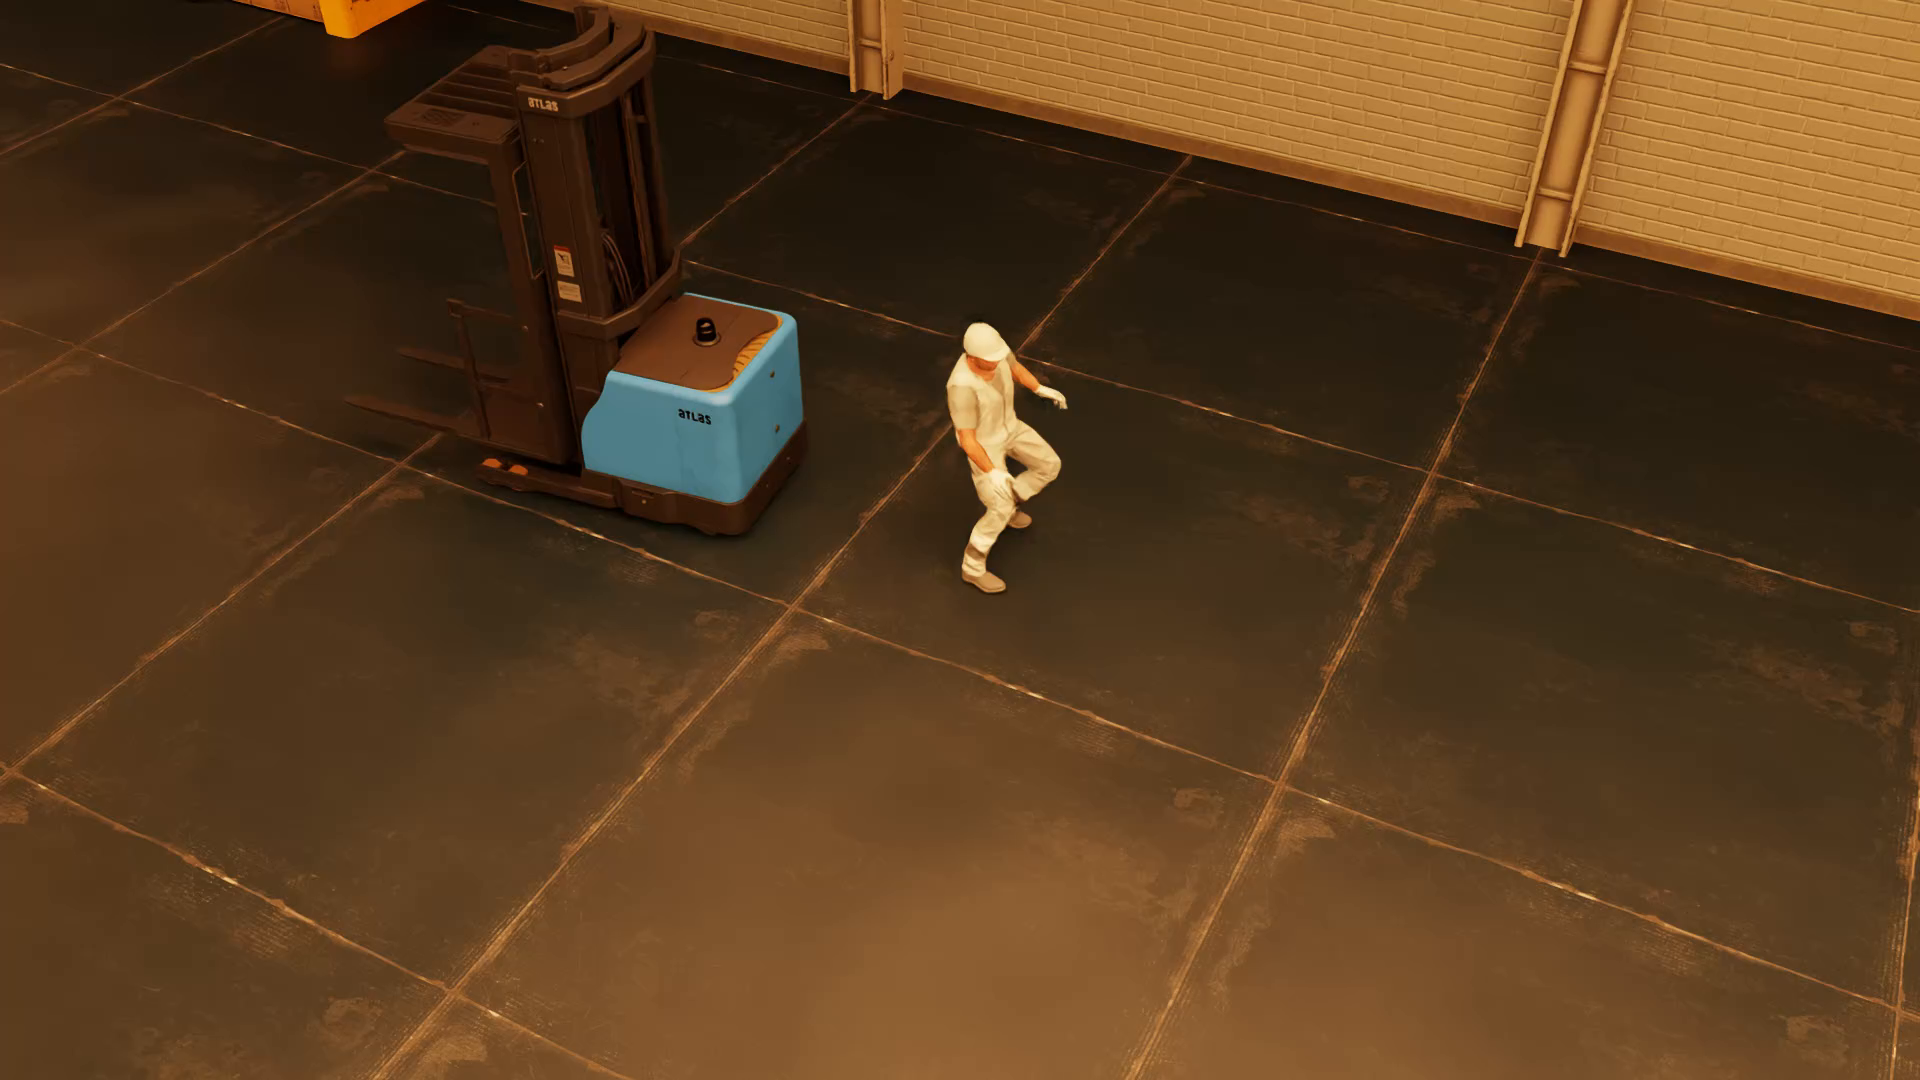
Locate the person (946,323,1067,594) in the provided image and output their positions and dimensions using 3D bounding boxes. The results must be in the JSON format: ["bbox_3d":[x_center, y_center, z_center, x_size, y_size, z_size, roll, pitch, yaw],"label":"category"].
[{"bbox_3d":[0.261,-0.570,9.685,0.632,1.624,0.907,22,45,24],"label":"person"}]

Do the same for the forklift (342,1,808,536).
[{"bbox_3d":[-2.563,-1.737,10.050,3.031,2.935,1.130,14,42,16],"label":"forklift"}]
